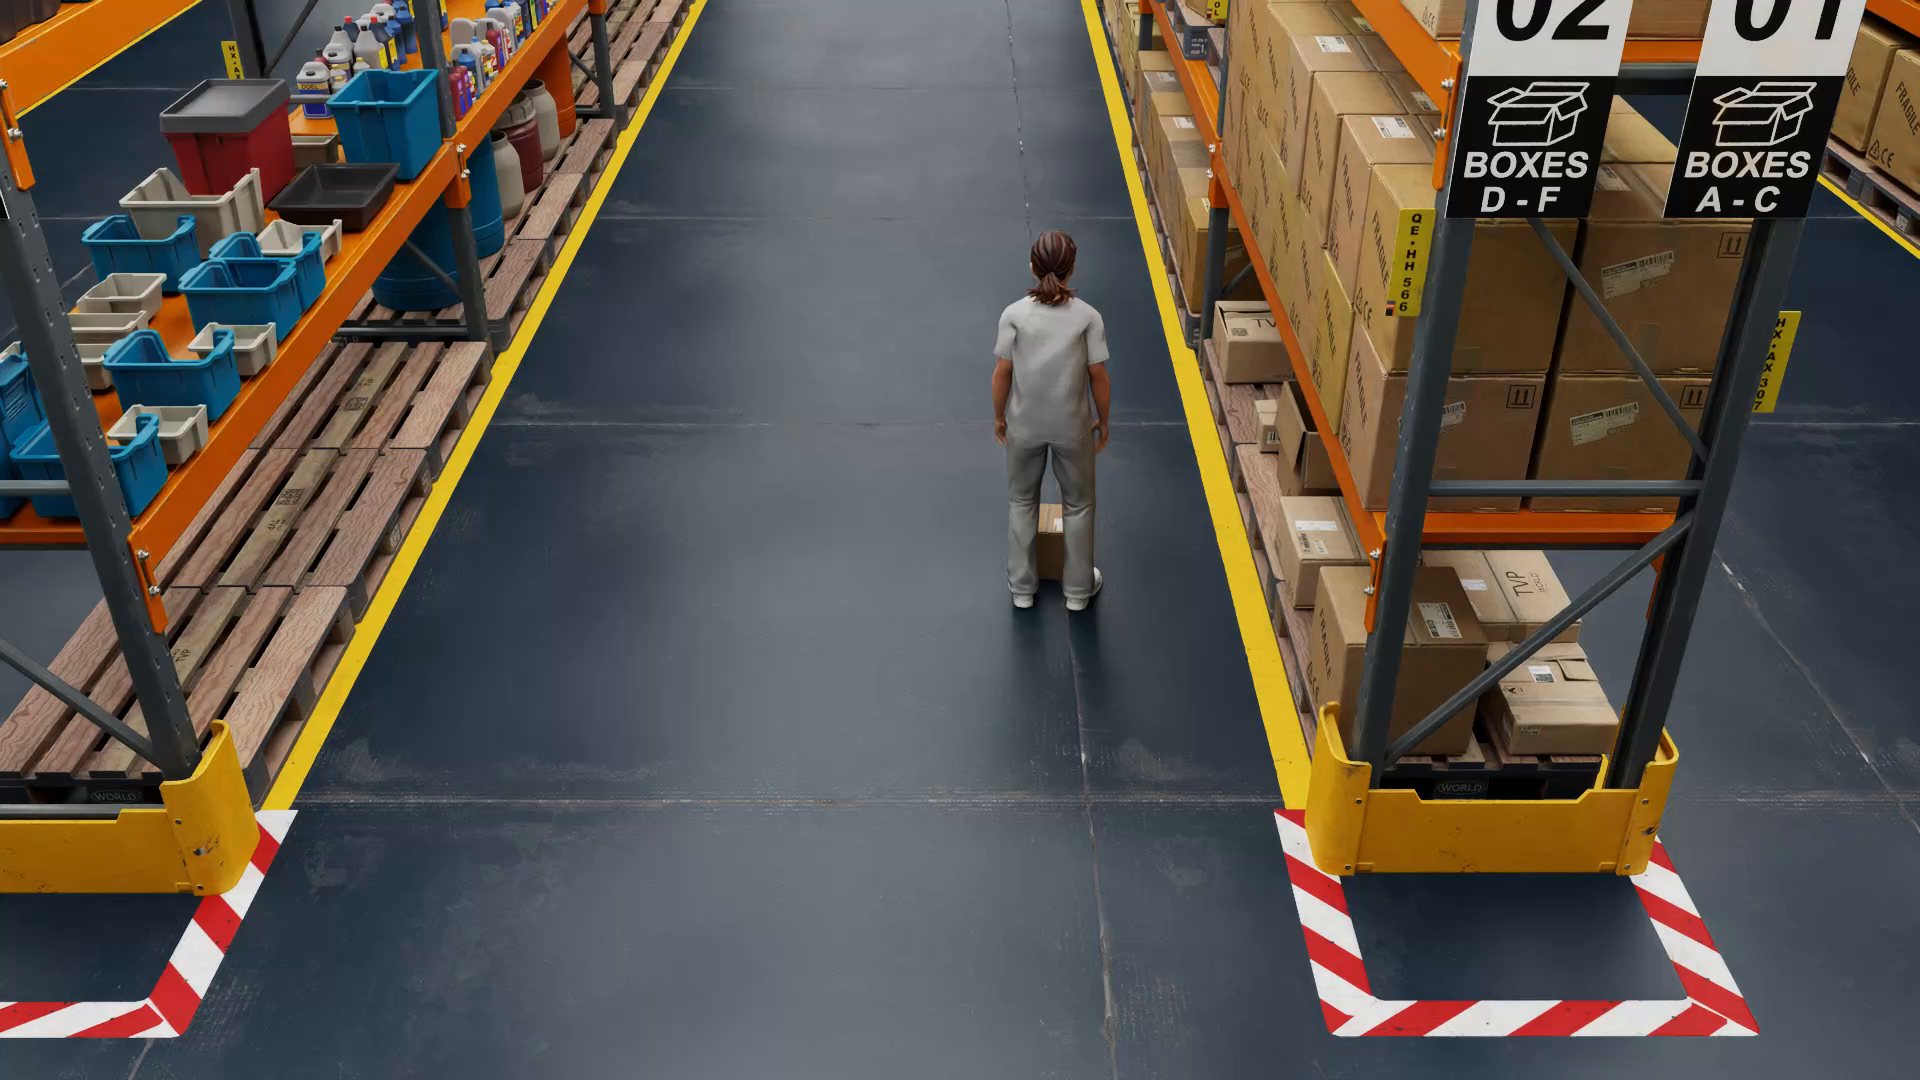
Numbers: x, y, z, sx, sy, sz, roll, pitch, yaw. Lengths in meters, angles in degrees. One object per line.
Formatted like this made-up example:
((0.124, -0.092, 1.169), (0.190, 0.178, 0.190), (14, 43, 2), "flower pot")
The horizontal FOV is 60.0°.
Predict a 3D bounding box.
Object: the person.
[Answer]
((0.375, -0.469, 6.897), (0.485, 1.673, 0.359), (4, 32, 7), "person")
